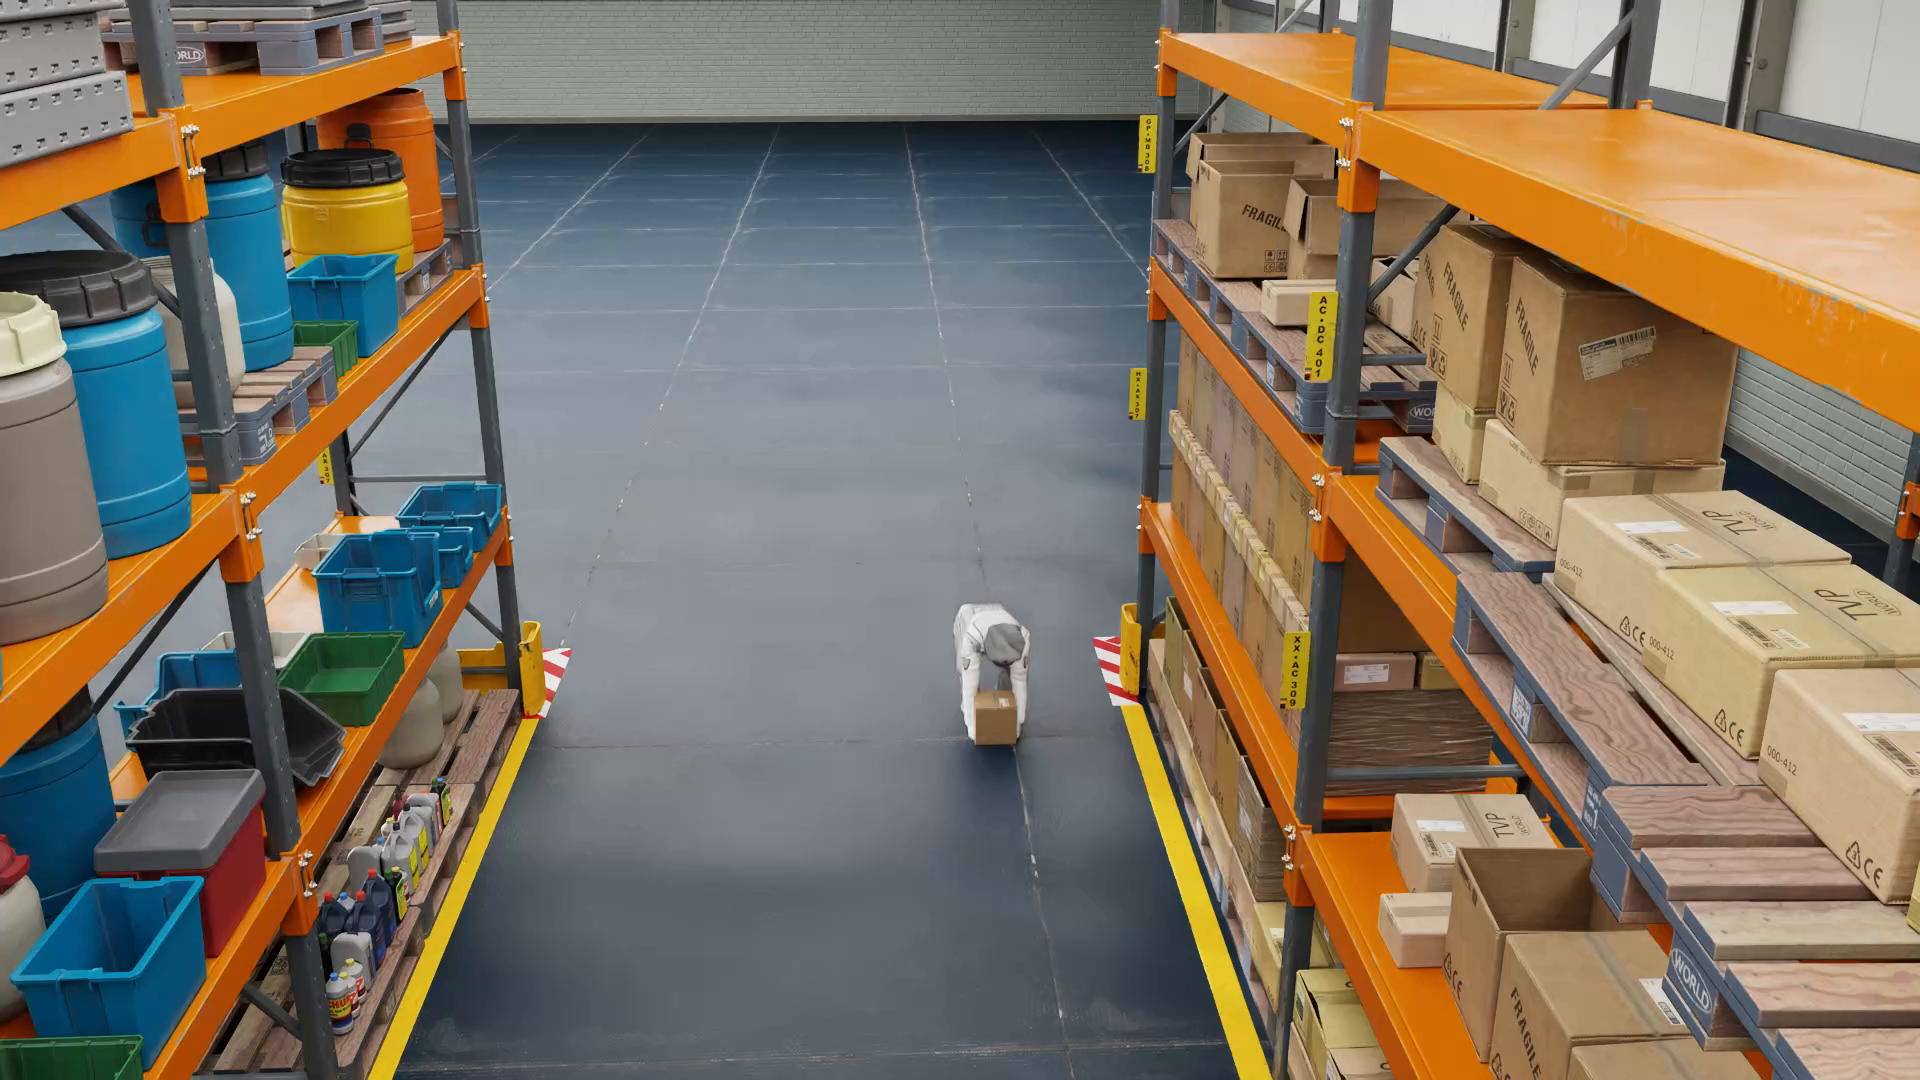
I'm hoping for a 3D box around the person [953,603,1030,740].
[{"bbox_3d":[0.198,0.755,10.373,0.450,0.783,0.908,-2,21,-6],"label":"person"}]
